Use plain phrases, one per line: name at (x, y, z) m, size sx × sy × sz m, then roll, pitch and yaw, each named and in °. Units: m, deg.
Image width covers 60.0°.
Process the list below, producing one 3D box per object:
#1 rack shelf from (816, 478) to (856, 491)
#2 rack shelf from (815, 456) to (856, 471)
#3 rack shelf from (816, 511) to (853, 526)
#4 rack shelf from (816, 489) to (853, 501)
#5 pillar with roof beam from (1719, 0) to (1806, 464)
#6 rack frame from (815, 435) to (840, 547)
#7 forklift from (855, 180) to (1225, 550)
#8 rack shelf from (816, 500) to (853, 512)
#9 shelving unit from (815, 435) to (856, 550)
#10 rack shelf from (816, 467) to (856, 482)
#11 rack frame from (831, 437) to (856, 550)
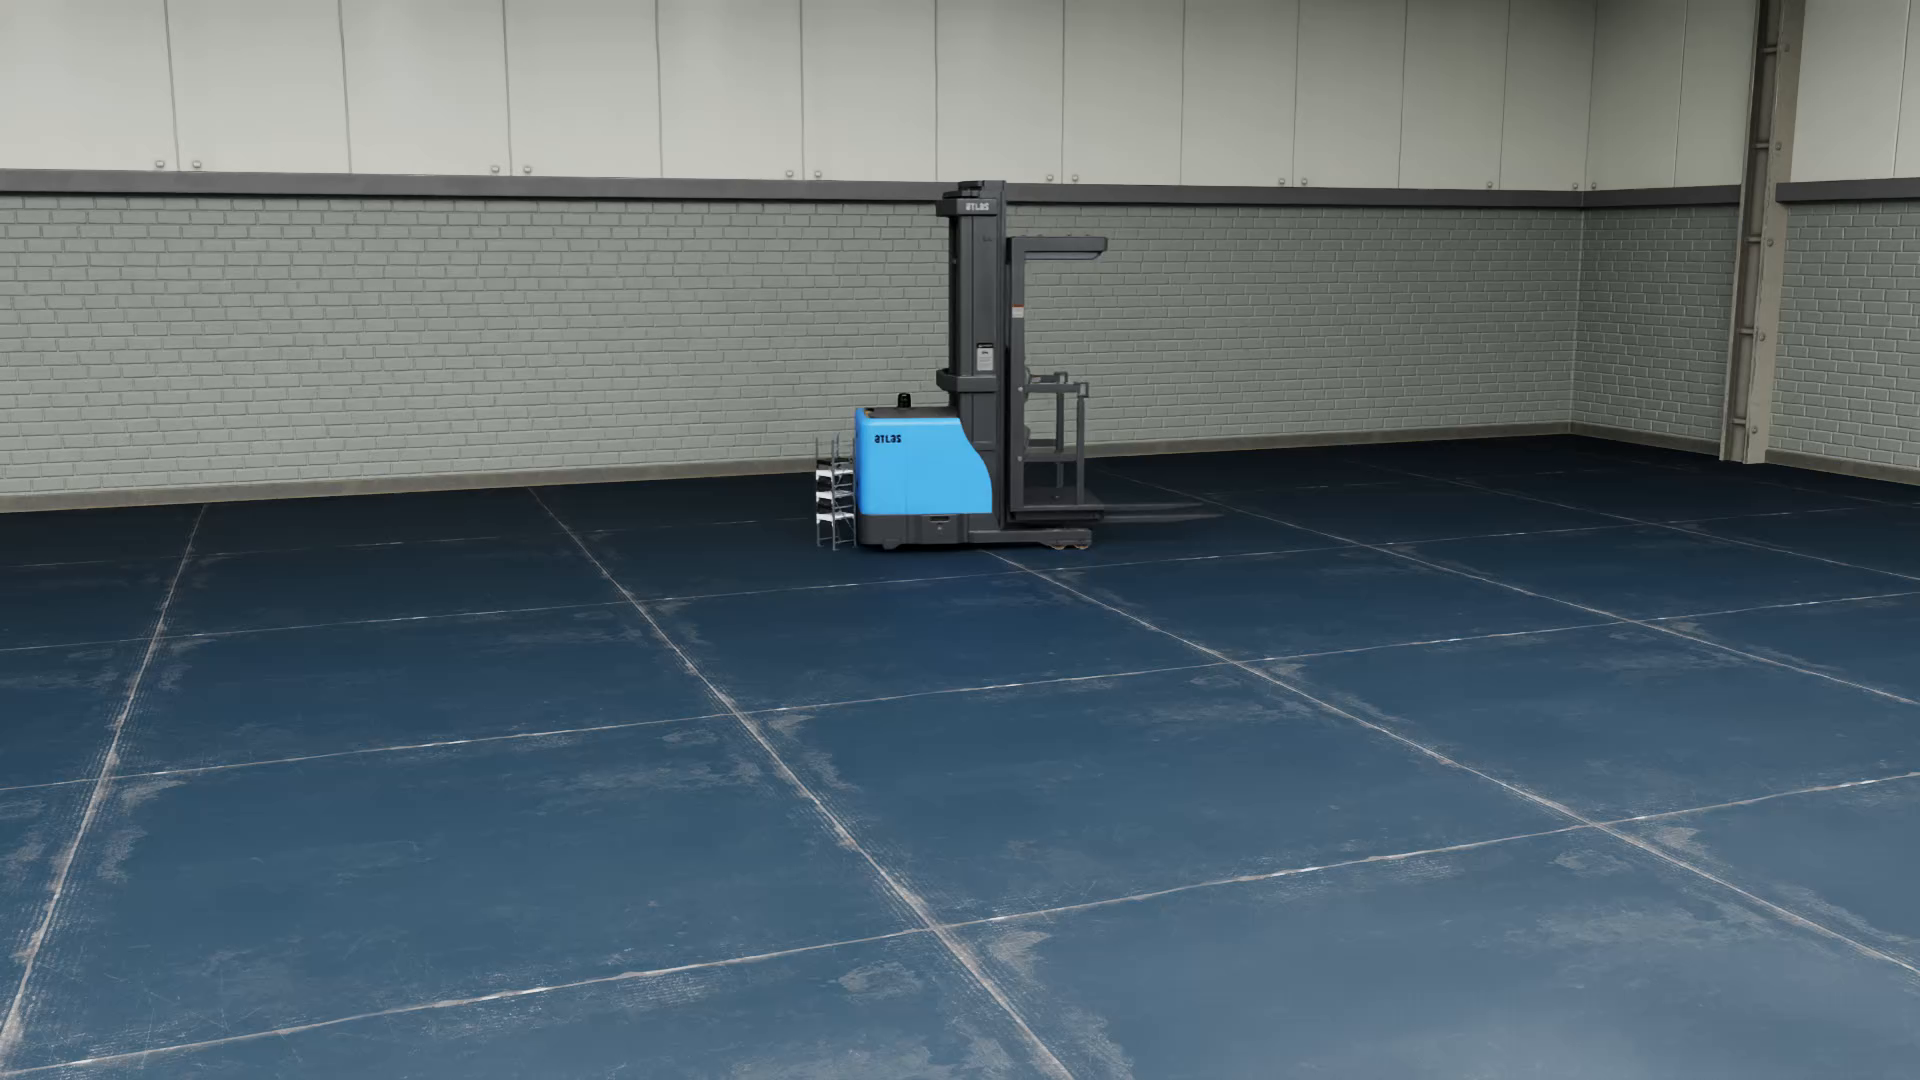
rack shelf at (-1.009, -0.443, 13.515) m, size 0.258 × 0.077 × 0.200 m, roll -9°, pitch 14°, yaw -43°
rack shelf at (-1.009, -0.620, 13.484) m, size 0.258 × 0.077 × 0.200 m, roll -9°, pitch 14°, yaw -43°
rack shelf at (-1.009, -0.177, 13.562) m, size 0.258 × 0.077 × 0.200 m, roll -9°, pitch 14°, yaw -43°
rack shelf at (-1.009, -0.354, 13.531) m, size 0.258 × 0.077 × 0.200 m, roll -9°, pitch 14°, yaw -43°
pillar with roof beam at (4.919, -5.057, 16.656) m, size 9.100 × 9.000 × 0.400 m, roll -4°, pitch 11°, yaw -21°
rack frame at (-1.079, -0.400, 13.598) m, size 0.240 × 0.900 × 0.006 m, roll -9°, pitch 14°, yaw -43°
forklift at (0.653, -1.454, 13.724) m, size 3.031 × 2.935 × 1.130 m, roll -1°, pitch 10°, yaw -6°
rack shelf at (-1.009, -0.265, 13.547) m, size 0.258 × 0.077 × 0.200 m, roll -9°, pitch 14°, yaw -43°
shelving unit at (-1.009, -0.387, 13.525) m, size 0.258 × 0.900 × 0.210 m, roll -9°, pitch 14°, yaw -43°
rack shelf at (-1.009, -0.531, 13.499) m, size 0.258 × 0.077 × 0.200 m, roll -9°, pitch 14°, yaw -43°
rack frame at (-0.939, -0.374, 13.452) m, size 0.240 × 0.900 × 0.006 m, roll -9°, pitch 14°, yaw -43°
